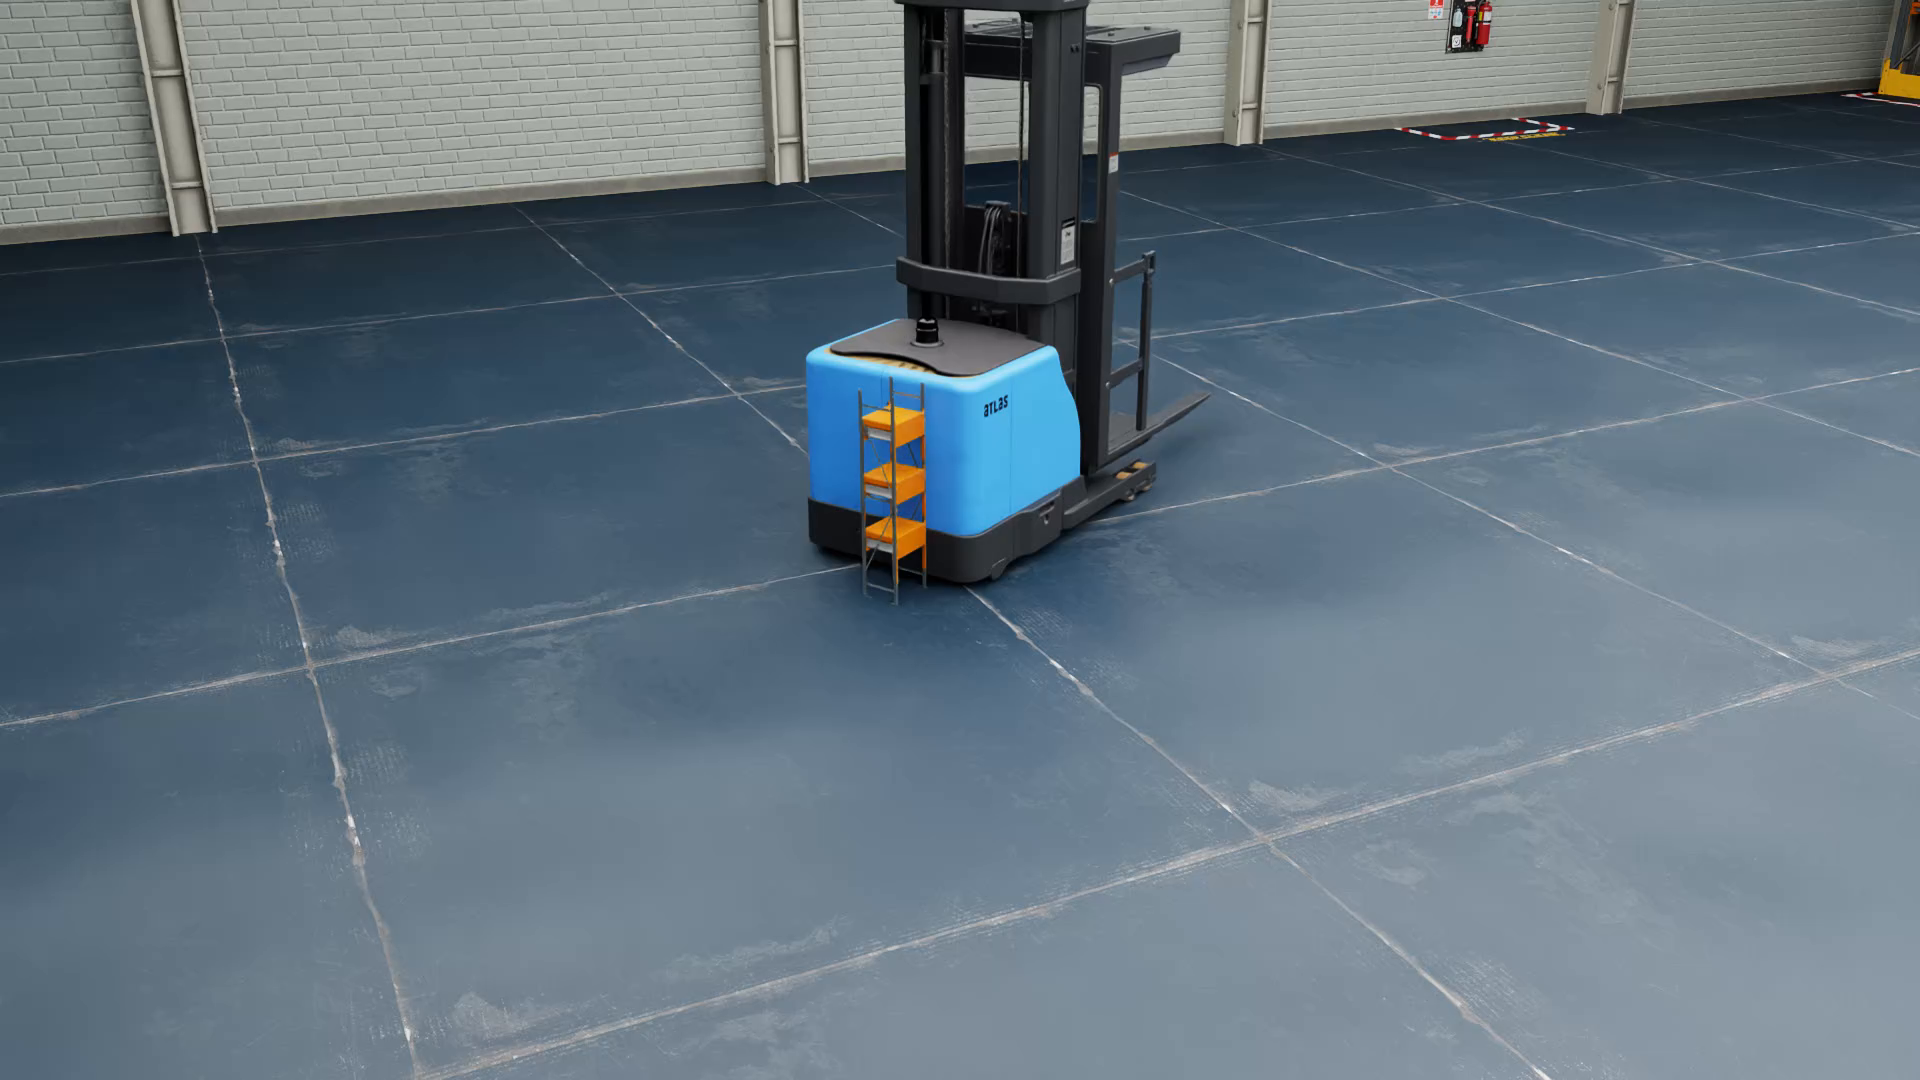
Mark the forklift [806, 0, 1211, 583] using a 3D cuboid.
[{"bbox_3d":[0.455,-1.658,8.923,1.130,2.935,3.031,14,26,31],"label":"forklift"}]

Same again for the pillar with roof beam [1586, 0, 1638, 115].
[{"bbox_3d":[10.785,-8.605,17.772,0.400,9.000,9.100,-10,25,-24],"label":"pillar with roof beam"}]

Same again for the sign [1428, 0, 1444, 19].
[{"bbox_3d":[6.132,-6.880,21.402,0.234,0.329,0.001,-10,25,-24],"label":"sign"}]

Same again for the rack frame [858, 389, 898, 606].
[{"bbox_3d":[-0.385,-0.190,7.835,0.200,1.050,0.008,14,26,31],"label":"rack frame"}]

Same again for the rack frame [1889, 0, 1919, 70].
[{"bbox_3d":[14.069,-7.898,23.907,0.127,3.000,1.000,-10,25,-24],"label":"rack frame"}]

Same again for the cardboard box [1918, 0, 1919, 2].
[{"bbox_3d":[14.406,-7.982,24.281,0.500,0.250,0.500,-10,25,-23],"label":"cardboard box"}]

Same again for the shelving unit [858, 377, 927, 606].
[{"bbox_3d":[-0.317,-0.229,7.929,0.215,1.050,0.252,14,26,31],"label":"shelving unit"}]

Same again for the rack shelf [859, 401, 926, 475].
[{"bbox_3d":[-0.317,-0.481,7.825,0.215,0.259,0.240,14,26,31],"label":"rack shelf"}]

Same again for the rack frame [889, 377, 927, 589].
[{"bbox_3d":[-0.250,-0.267,8.023,0.200,1.050,0.008,14,26,31],"label":"rack frame"}]

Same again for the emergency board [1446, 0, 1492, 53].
[{"bbox_3d":[6.675,-6.920,21.545,0.643,1.169,0.194,-10,25,-24],"label":"emergency board"}]

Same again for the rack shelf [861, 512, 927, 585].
[{"bbox_3d":[-0.317,0.038,8.040,0.215,0.259,0.240,14,26,31],"label":"rack shelf"}]

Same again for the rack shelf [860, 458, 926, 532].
[{"bbox_3d":[-0.317,-0.219,7.933,0.215,0.259,0.240,14,26,31],"label":"rack shelf"}]

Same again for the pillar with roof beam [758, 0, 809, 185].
[{"bbox_3d":[-0.028,-6.614,12.963,0.400,9.000,9.100,-10,25,-24],"label":"pillar with roof beam"}]

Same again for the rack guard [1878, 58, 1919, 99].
[{"bbox_3d":[14.137,-6.755,24.416,0.348,0.500,1.175,-10,25,-24],"label":"rack guard"}]

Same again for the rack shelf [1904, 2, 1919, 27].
[{"bbox_3d":[15.871,-7.897,24.846,4.000,0.370,1.077,-10,25,-24],"label":"rack shelf"}]

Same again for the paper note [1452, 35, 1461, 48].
[{"bbox_3d":[6.485,-6.507,21.700,0.142,0.148,0.016,-10,25,-24],"label":"paper note"}]

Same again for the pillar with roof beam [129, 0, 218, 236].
[{"bbox_3d":[-5.434,-5.619,10.559,0.400,9.000,9.100,-10,25,-24],"label":"pillar with roof beam"}]

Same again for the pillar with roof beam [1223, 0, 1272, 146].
[{"bbox_3d":[5.379,-7.610,15.368,0.400,9.000,9.100,-10,25,-24],"label":"pillar with roof beam"}]

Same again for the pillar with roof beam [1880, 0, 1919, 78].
[{"bbox_3d":[16.191,-9.600,20.176,0.400,9.000,9.100,-10,25,-24],"label":"pillar with roof beam"}]
